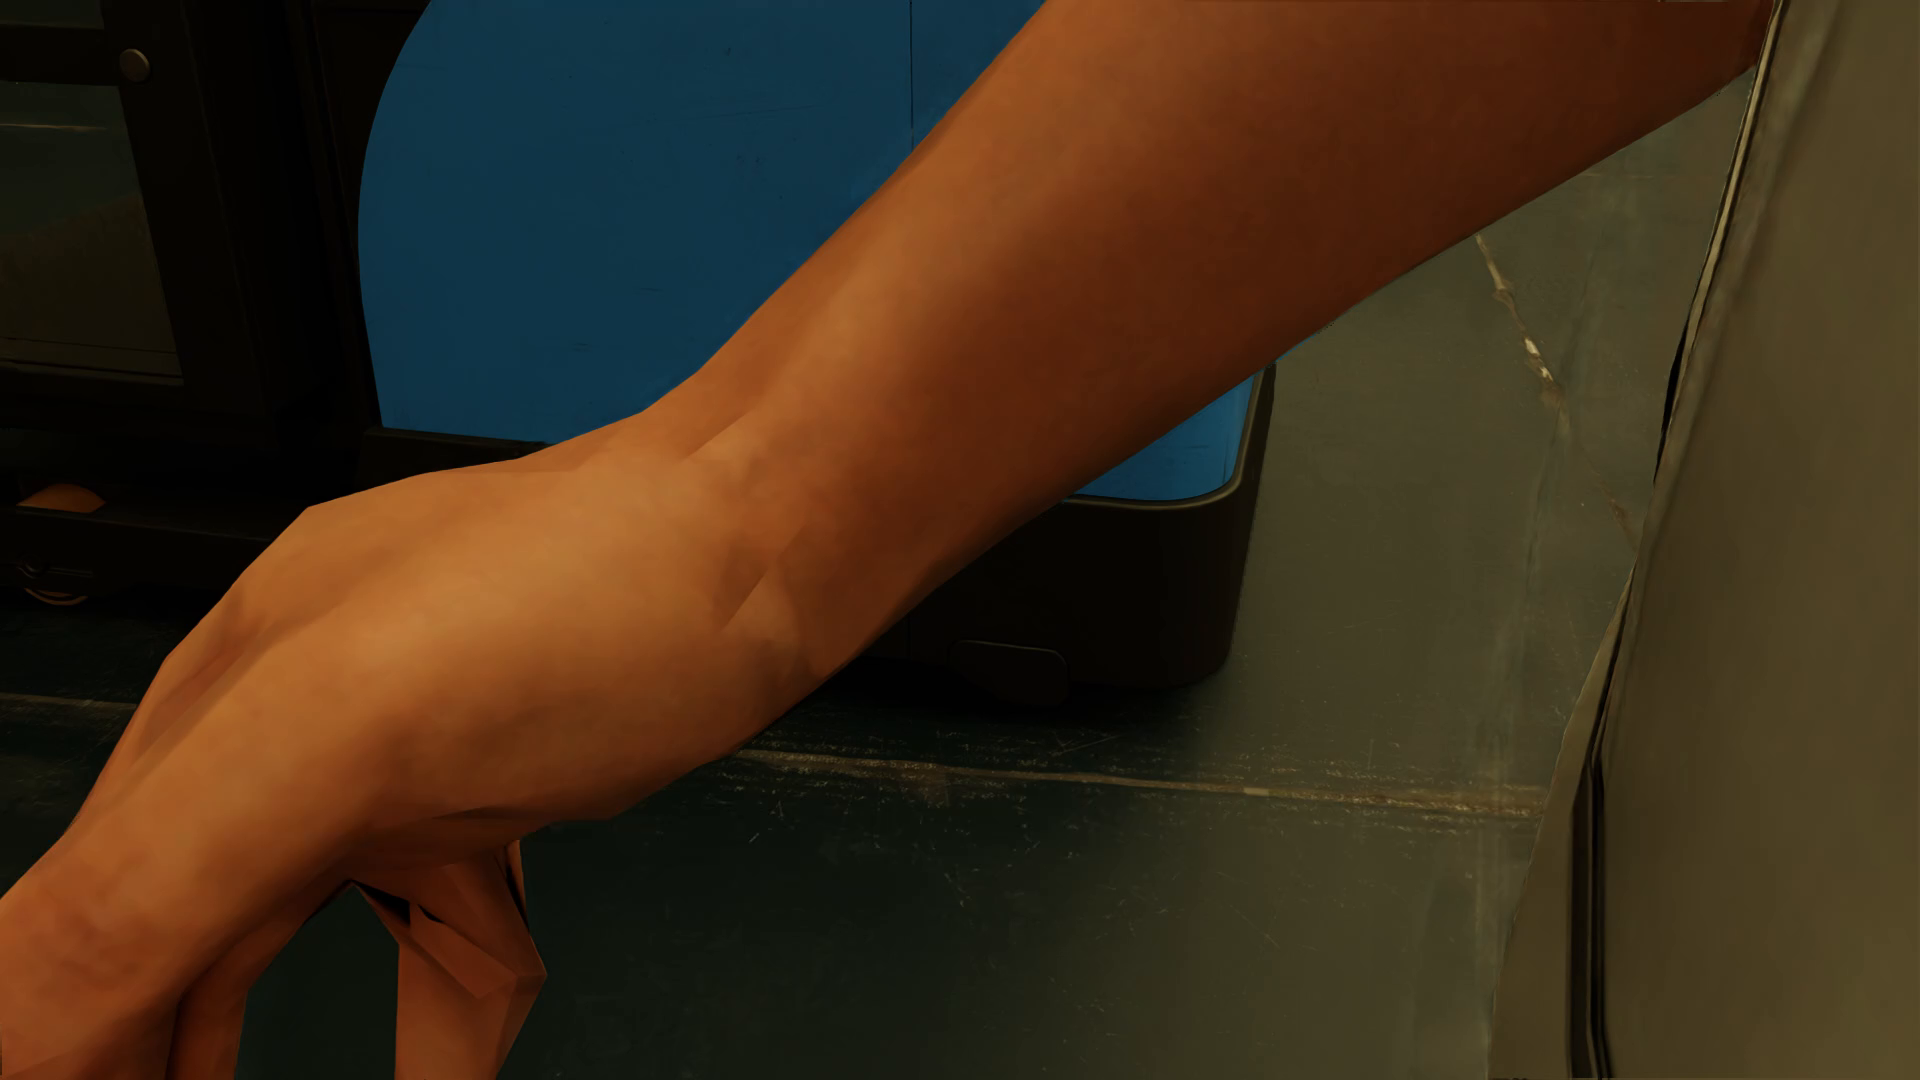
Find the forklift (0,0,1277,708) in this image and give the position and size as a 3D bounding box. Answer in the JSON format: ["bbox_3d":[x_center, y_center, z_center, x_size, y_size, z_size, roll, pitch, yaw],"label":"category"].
[{"bbox_3d":[-1.048,-1.442,2.107,3.031,2.935,1.130,6,27,12],"label":"forklift"}]
